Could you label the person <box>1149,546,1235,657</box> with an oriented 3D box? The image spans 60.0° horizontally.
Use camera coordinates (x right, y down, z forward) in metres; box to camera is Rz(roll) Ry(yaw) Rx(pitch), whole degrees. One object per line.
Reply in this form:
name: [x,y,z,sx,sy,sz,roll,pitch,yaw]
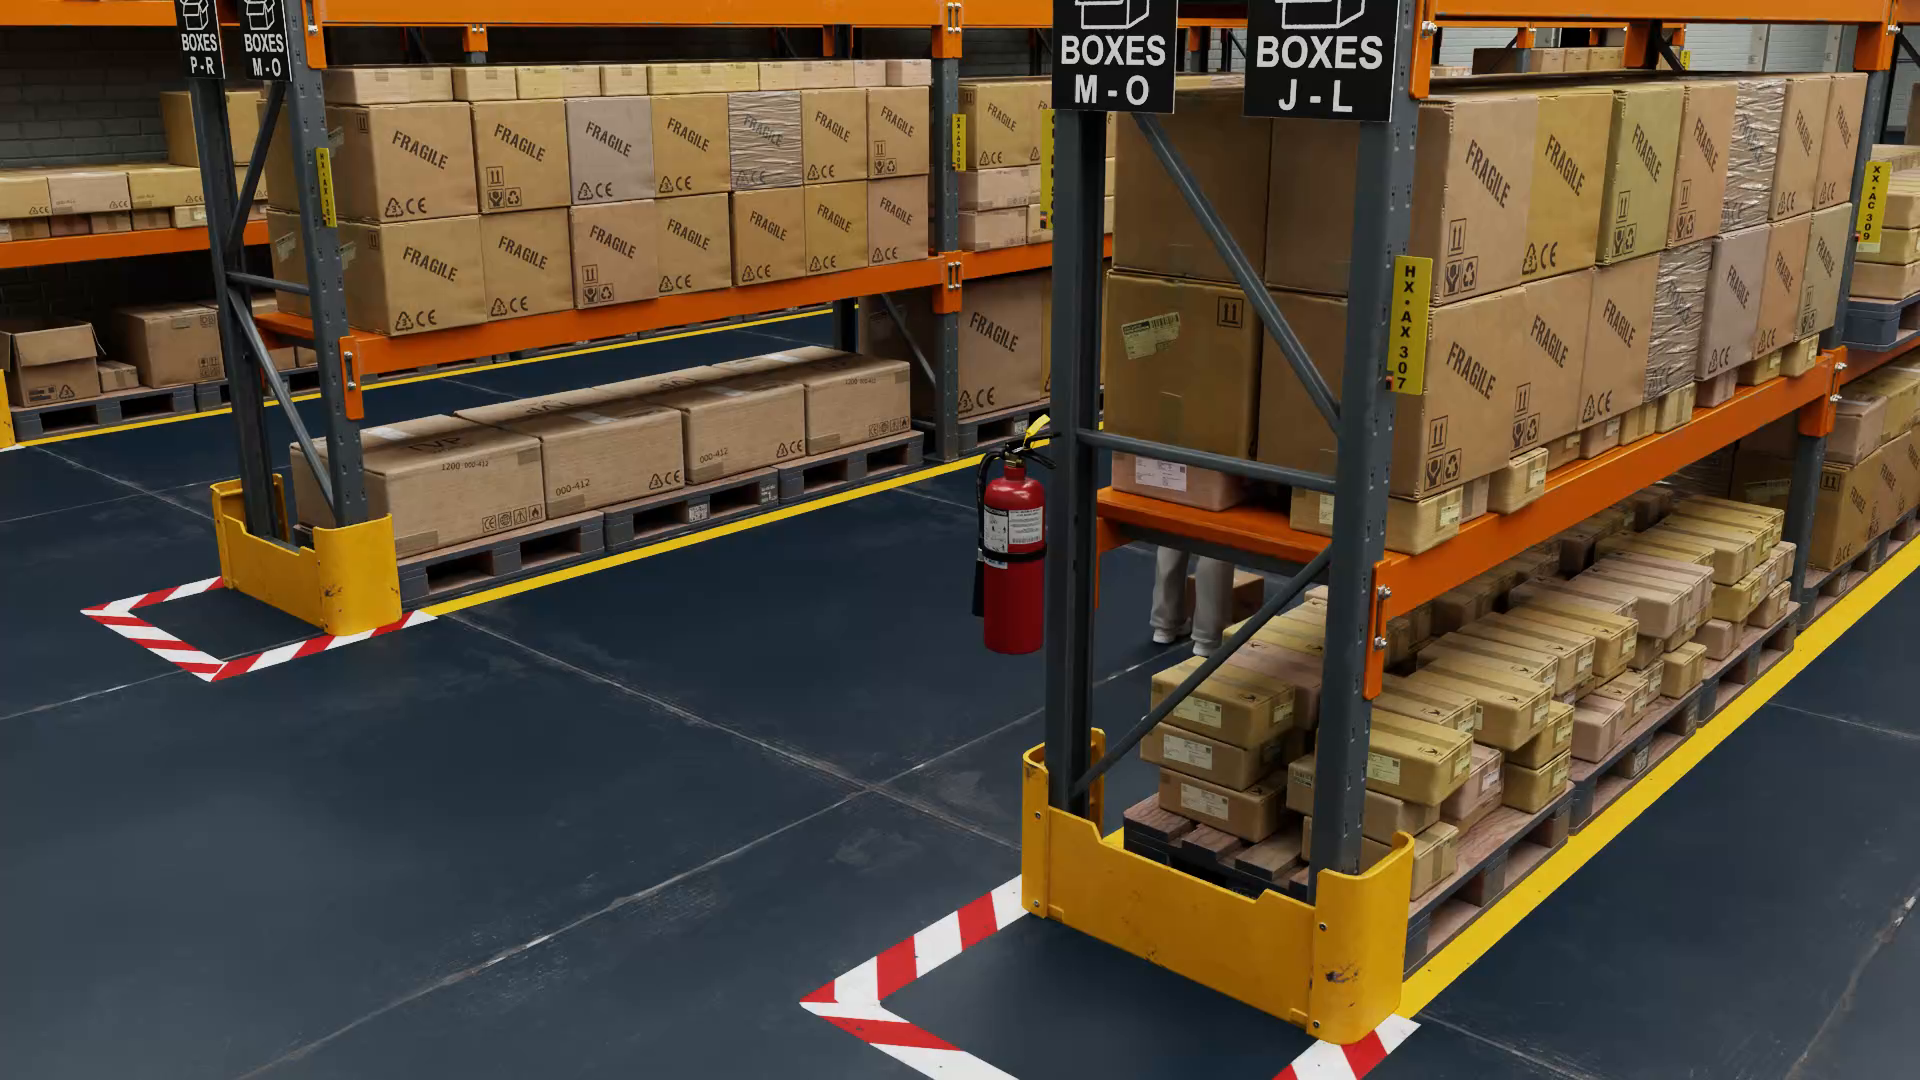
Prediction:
person: [1.021,-0.343,7.168,0.359,1.672,0.493,-16,23,-42]
